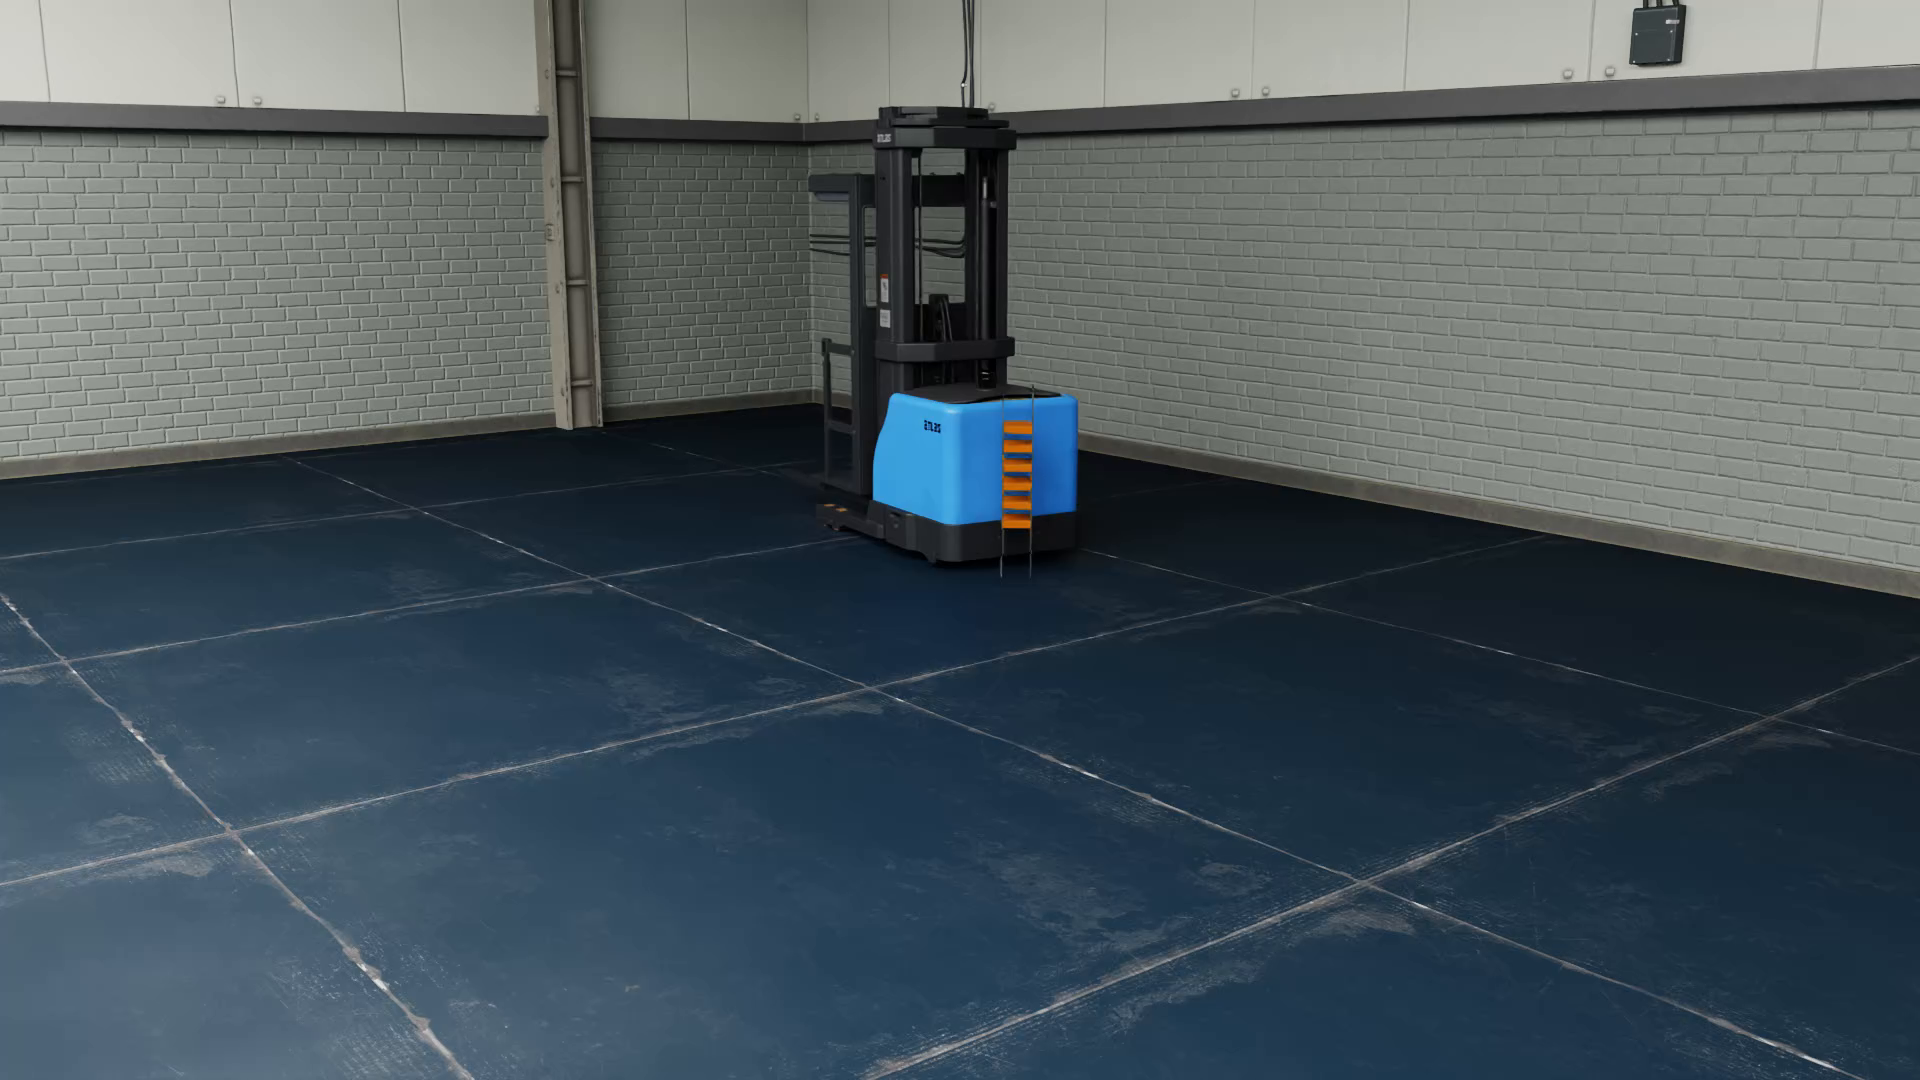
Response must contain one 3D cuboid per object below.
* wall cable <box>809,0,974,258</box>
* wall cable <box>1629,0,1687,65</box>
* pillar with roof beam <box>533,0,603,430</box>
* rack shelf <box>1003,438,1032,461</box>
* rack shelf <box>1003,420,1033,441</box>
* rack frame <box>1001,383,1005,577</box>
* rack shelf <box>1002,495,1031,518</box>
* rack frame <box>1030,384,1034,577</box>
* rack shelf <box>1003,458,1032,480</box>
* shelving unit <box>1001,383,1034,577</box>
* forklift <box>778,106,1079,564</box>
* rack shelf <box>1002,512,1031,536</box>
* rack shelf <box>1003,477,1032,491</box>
[{"bbox_3d":[-0.798,-4.222,17.323,0.112,2.526,3.097,-9,15,-38],"label":"wall cable"},{"bbox_3d":[5.120,-5.863,9.386,0.169,6.003,2.305,-9,15,-38],"label":"wall cable"},{"bbox_3d":[-1.235,-4.875,12.922,0.400,9.000,9.100,-9,15,-38],"label":"pillar with roof beam"},{"bbox_3d":[0.365,-0.570,10.476,0.180,0.103,0.258,1,12,2],"label":"rack shelf"},{"bbox_3d":[0.365,-0.687,10.451,0.180,0.103,0.258,1,12,2],"label":"rack shelf"},{"bbox_3d":[0.272,-0.380,10.520,0.006,1.200,0.240,1,12,2],"label":"rack frame"},{"bbox_3d":[0.362,-0.217,10.549,0.180,0.103,0.258,1,12,2],"label":"rack shelf"},{"bbox_3d":[0.455,-0.377,10.512,0.006,1.200,0.240,1,12,2],"label":"rack frame"},{"bbox_3d":[0.364,-0.452,10.500,0.180,0.103,0.258,1,12,2],"label":"rack shelf"},{"bbox_3d":[0.363,-0.378,10.516,0.189,1.200,0.258,1,12,2],"label":"shelving unit"},{"bbox_3d":[-0.389,-1.541,11.827,1.130,2.935,3.031,-7,14,-30],"label":"forklift"},{"bbox_3d":[0.361,-0.100,10.574,0.180,0.103,0.258,1,12,2],"label":"rack shelf"},{"bbox_3d":[0.363,-0.335,10.525,0.180,0.103,0.258,1,12,2],"label":"rack shelf"}]
